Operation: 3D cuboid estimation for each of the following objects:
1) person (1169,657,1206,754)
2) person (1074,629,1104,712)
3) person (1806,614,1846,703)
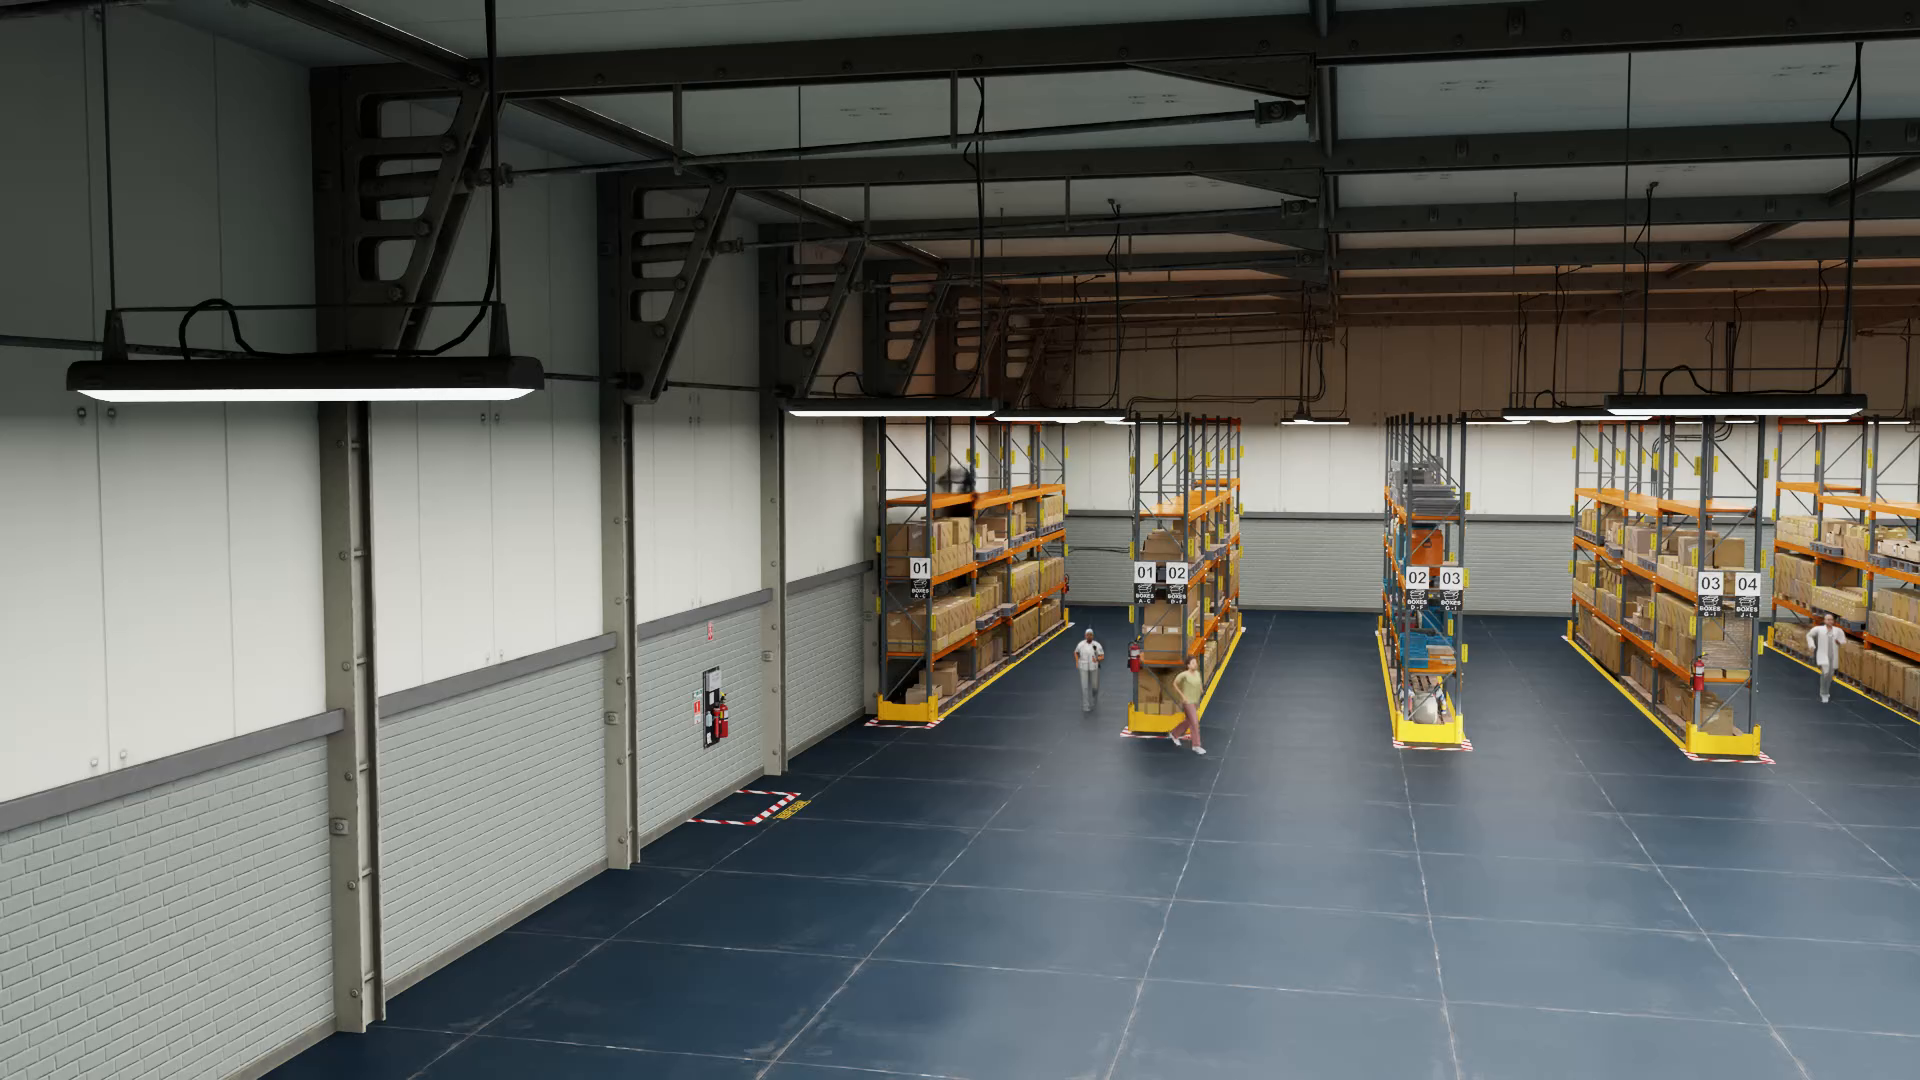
[{"bbox_3d":[4.037,2.880,29.368,0.549,1.674,0.885,-3,5,-41],"label":"person"},{"bbox_3d":[2.614,2.622,33.742,0.620,1.634,0.823,0,4,6],"label":"person"},{"bbox_3d":[18.174,2.476,34.856,0.672,1.848,0.855,0,4,7],"label":"person"}]
